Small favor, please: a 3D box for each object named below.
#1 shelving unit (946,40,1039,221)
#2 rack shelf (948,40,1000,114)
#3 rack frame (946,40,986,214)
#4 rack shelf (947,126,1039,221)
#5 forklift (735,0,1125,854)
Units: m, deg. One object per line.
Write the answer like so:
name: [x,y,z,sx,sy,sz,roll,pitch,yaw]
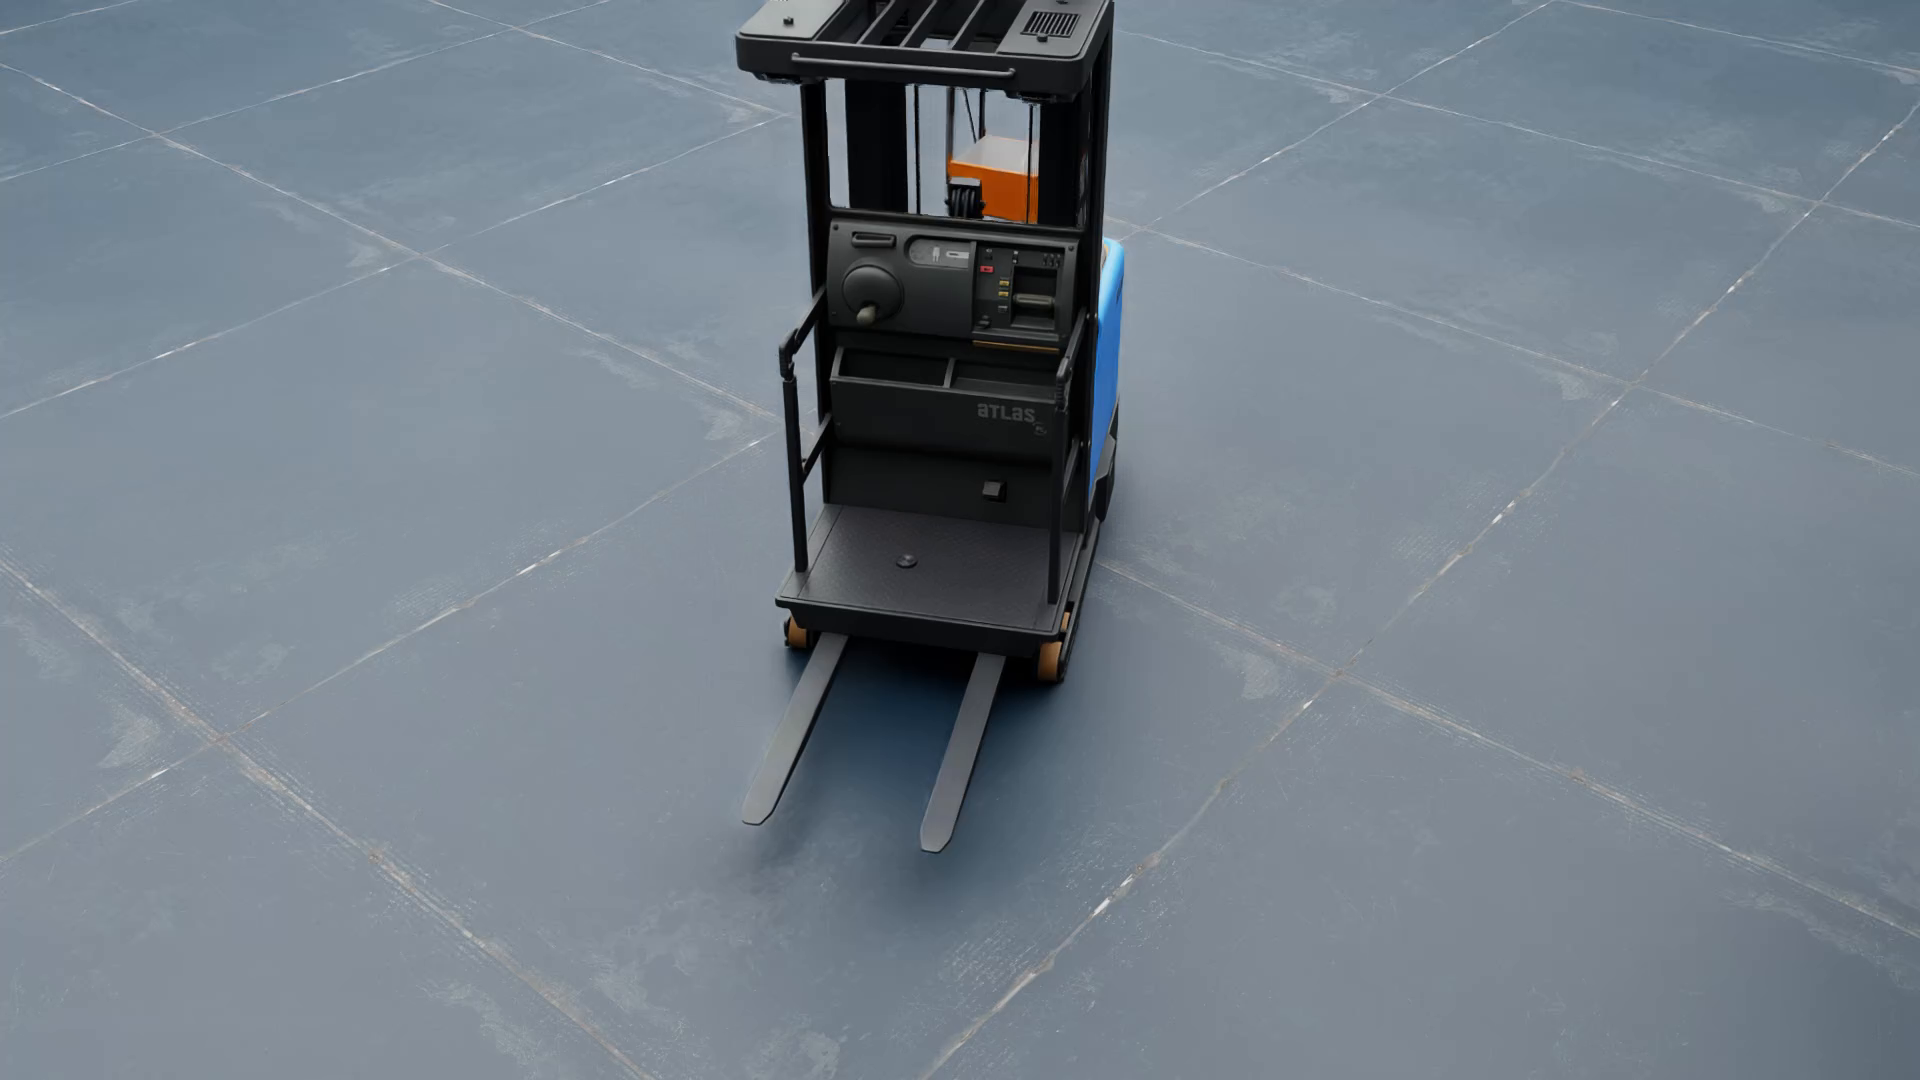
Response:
shelving unit: [0.246,-1.575,7.678,0.503,2.100,0.431,15,35,20]
rack shelf: [0.254,-2.151,7.304,0.480,0.518,0.431,15,35,20]
rack frame: [0.024,-1.633,7.761,0.015,2.100,0.400,15,35,20]
rack shelf: [0.246,-1.564,7.685,0.480,0.518,0.431,15,35,20]
forklift: [-0.076,-0.889,5.956,1.130,2.935,3.031,7,35,10]
